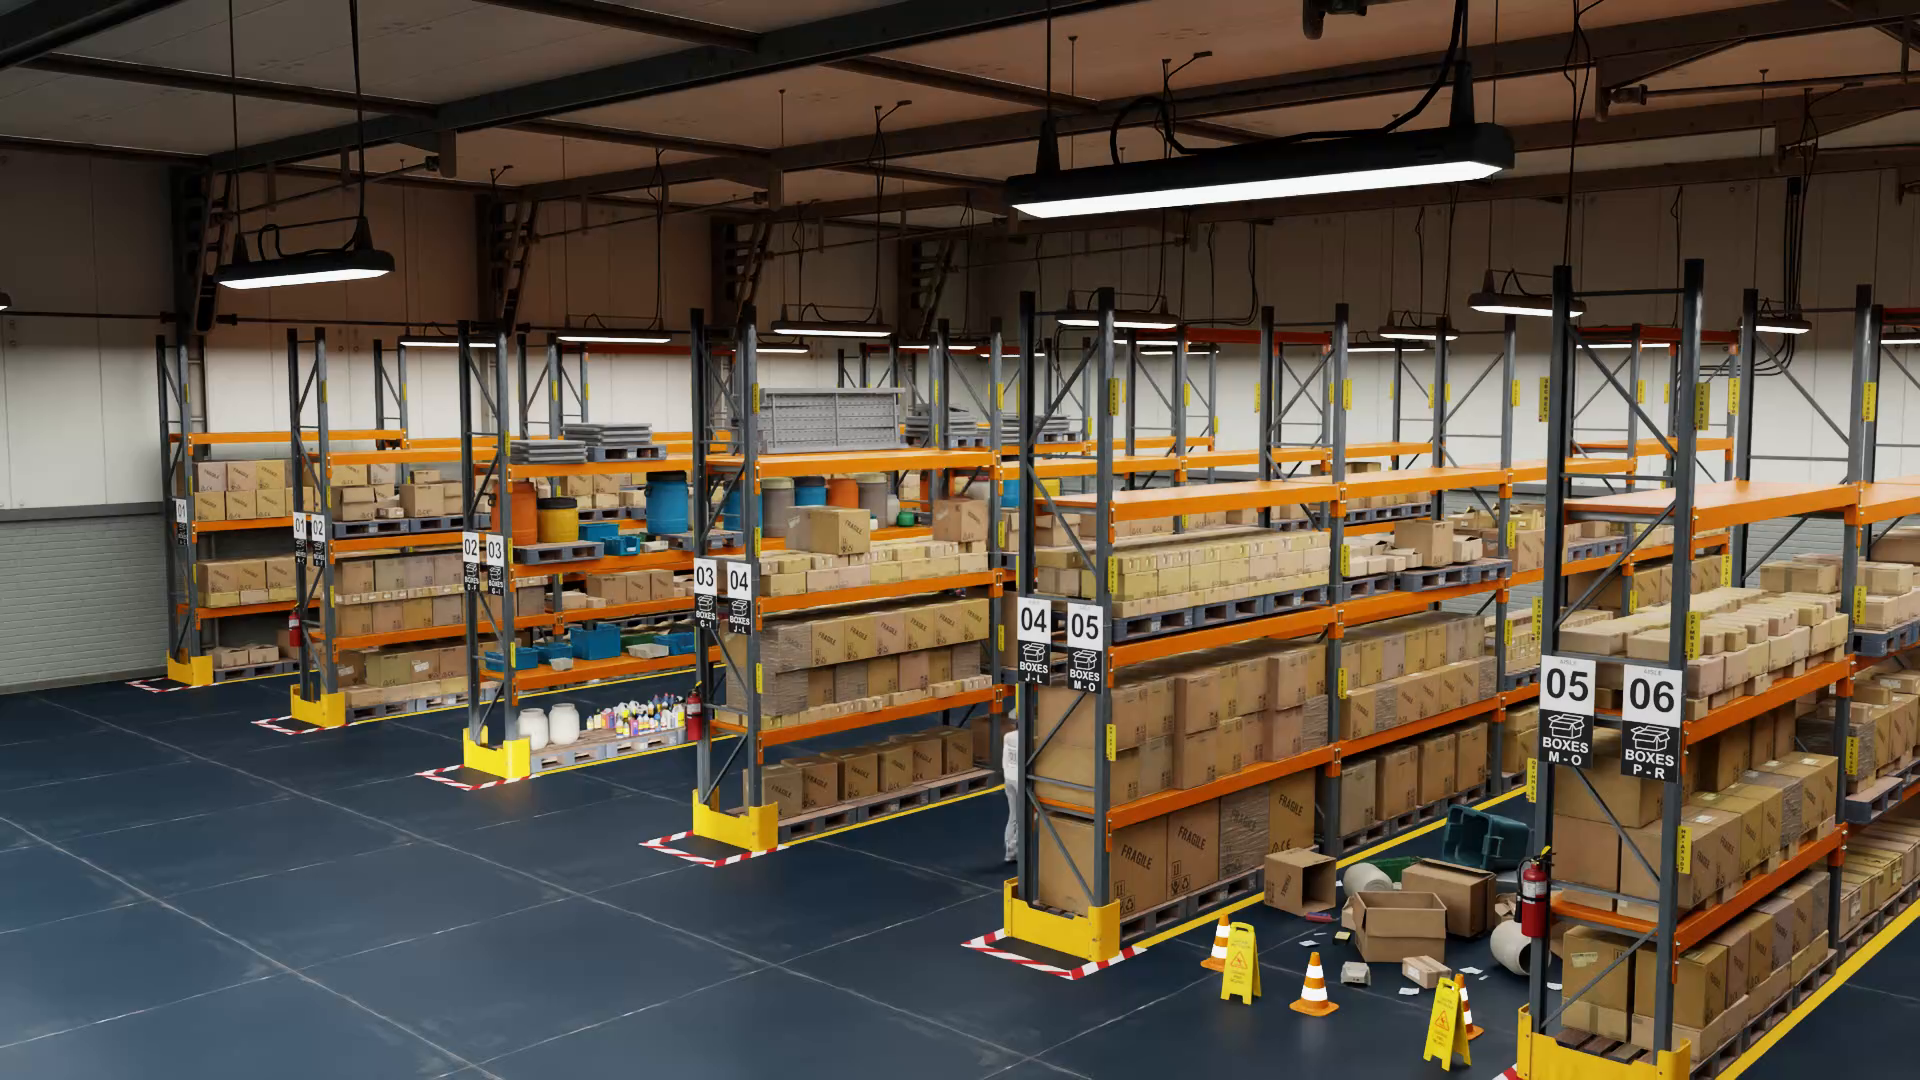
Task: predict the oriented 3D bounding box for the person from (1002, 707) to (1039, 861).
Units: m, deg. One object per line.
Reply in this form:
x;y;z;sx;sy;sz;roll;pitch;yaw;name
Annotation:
0.629;2.636;17.988;0.446;1.676;0.517;-4;7;-38;person

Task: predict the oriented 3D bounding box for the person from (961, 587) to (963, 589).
0.262;1.164;33.878;0.481;1.603;1.043;5;7;42;person
